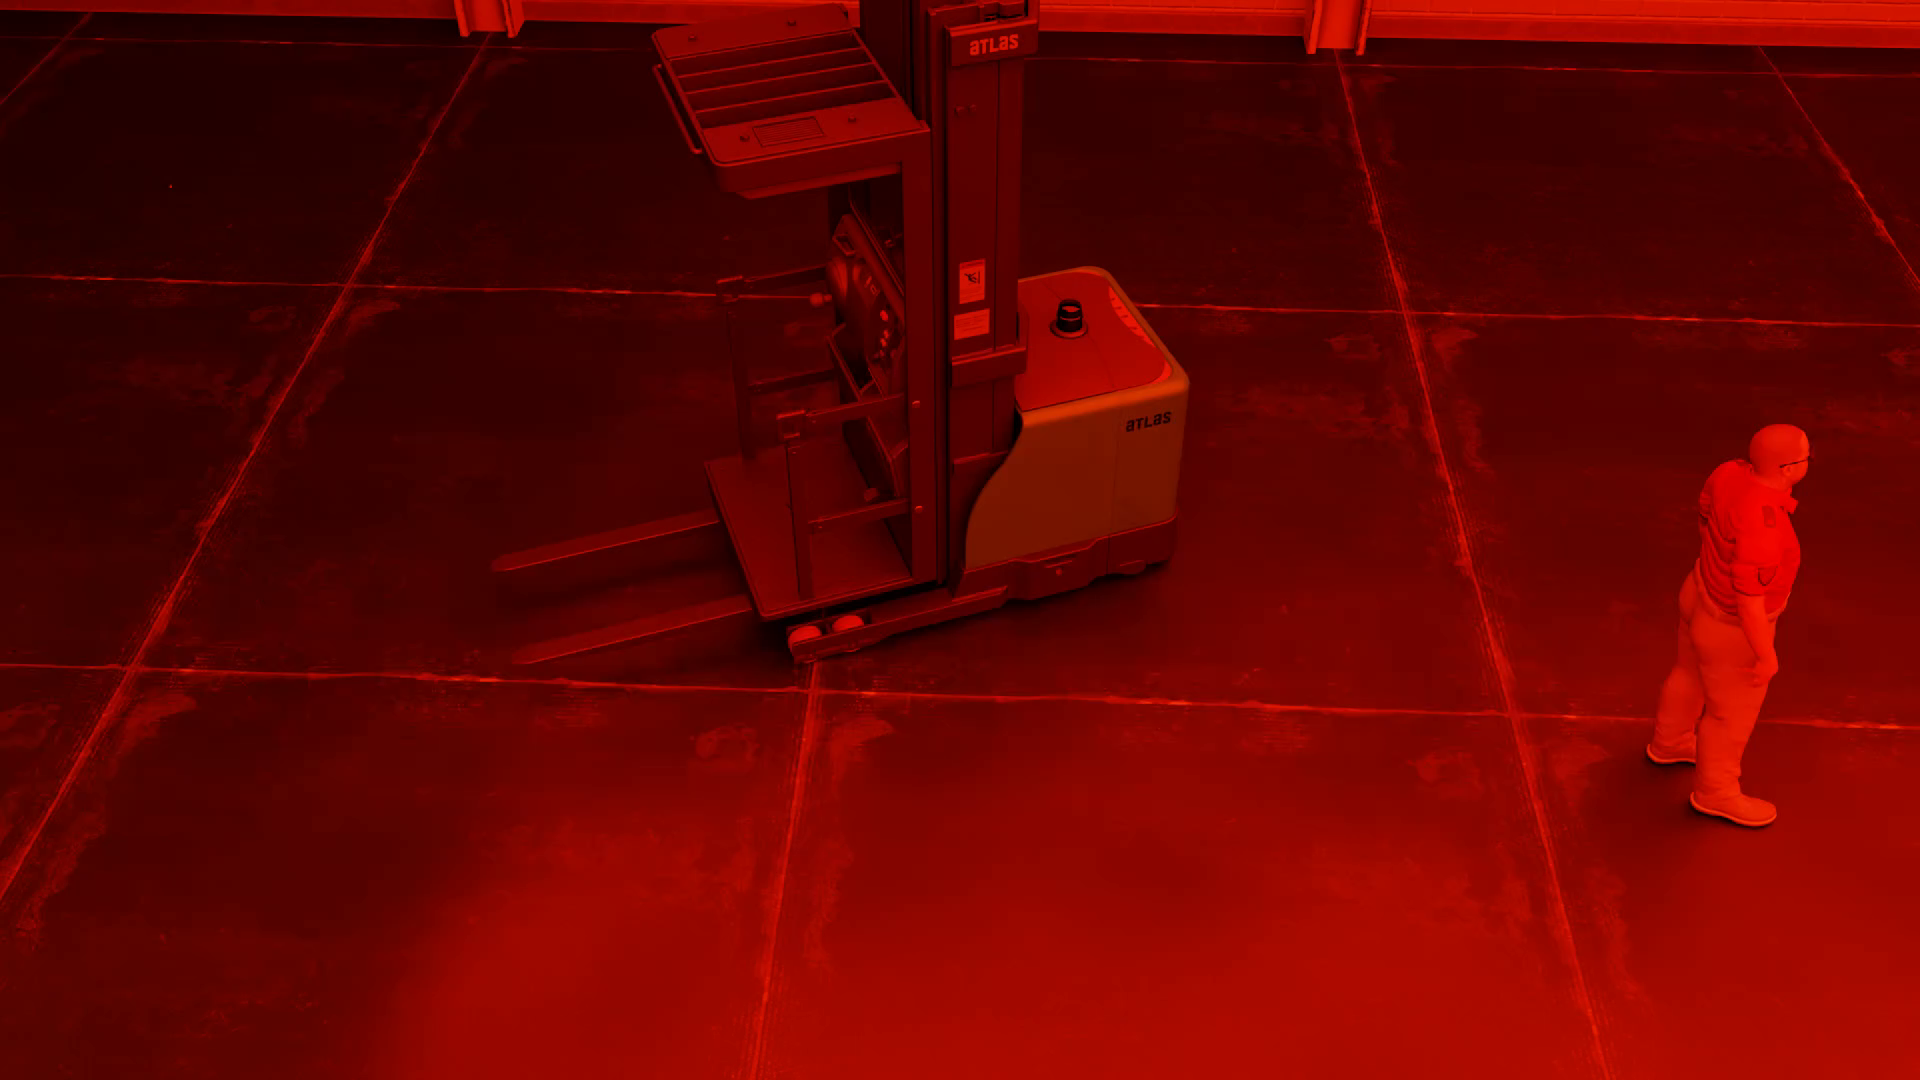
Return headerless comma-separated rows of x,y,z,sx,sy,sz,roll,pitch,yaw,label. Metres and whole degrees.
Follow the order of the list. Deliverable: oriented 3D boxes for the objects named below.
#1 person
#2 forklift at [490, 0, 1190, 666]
3.010,0.292,6.305,0.551,1.723,0.641,2,42,2,person
-0.573,-0.945,6.778,3.031,2.935,1.130,-13,44,-14,forklift
